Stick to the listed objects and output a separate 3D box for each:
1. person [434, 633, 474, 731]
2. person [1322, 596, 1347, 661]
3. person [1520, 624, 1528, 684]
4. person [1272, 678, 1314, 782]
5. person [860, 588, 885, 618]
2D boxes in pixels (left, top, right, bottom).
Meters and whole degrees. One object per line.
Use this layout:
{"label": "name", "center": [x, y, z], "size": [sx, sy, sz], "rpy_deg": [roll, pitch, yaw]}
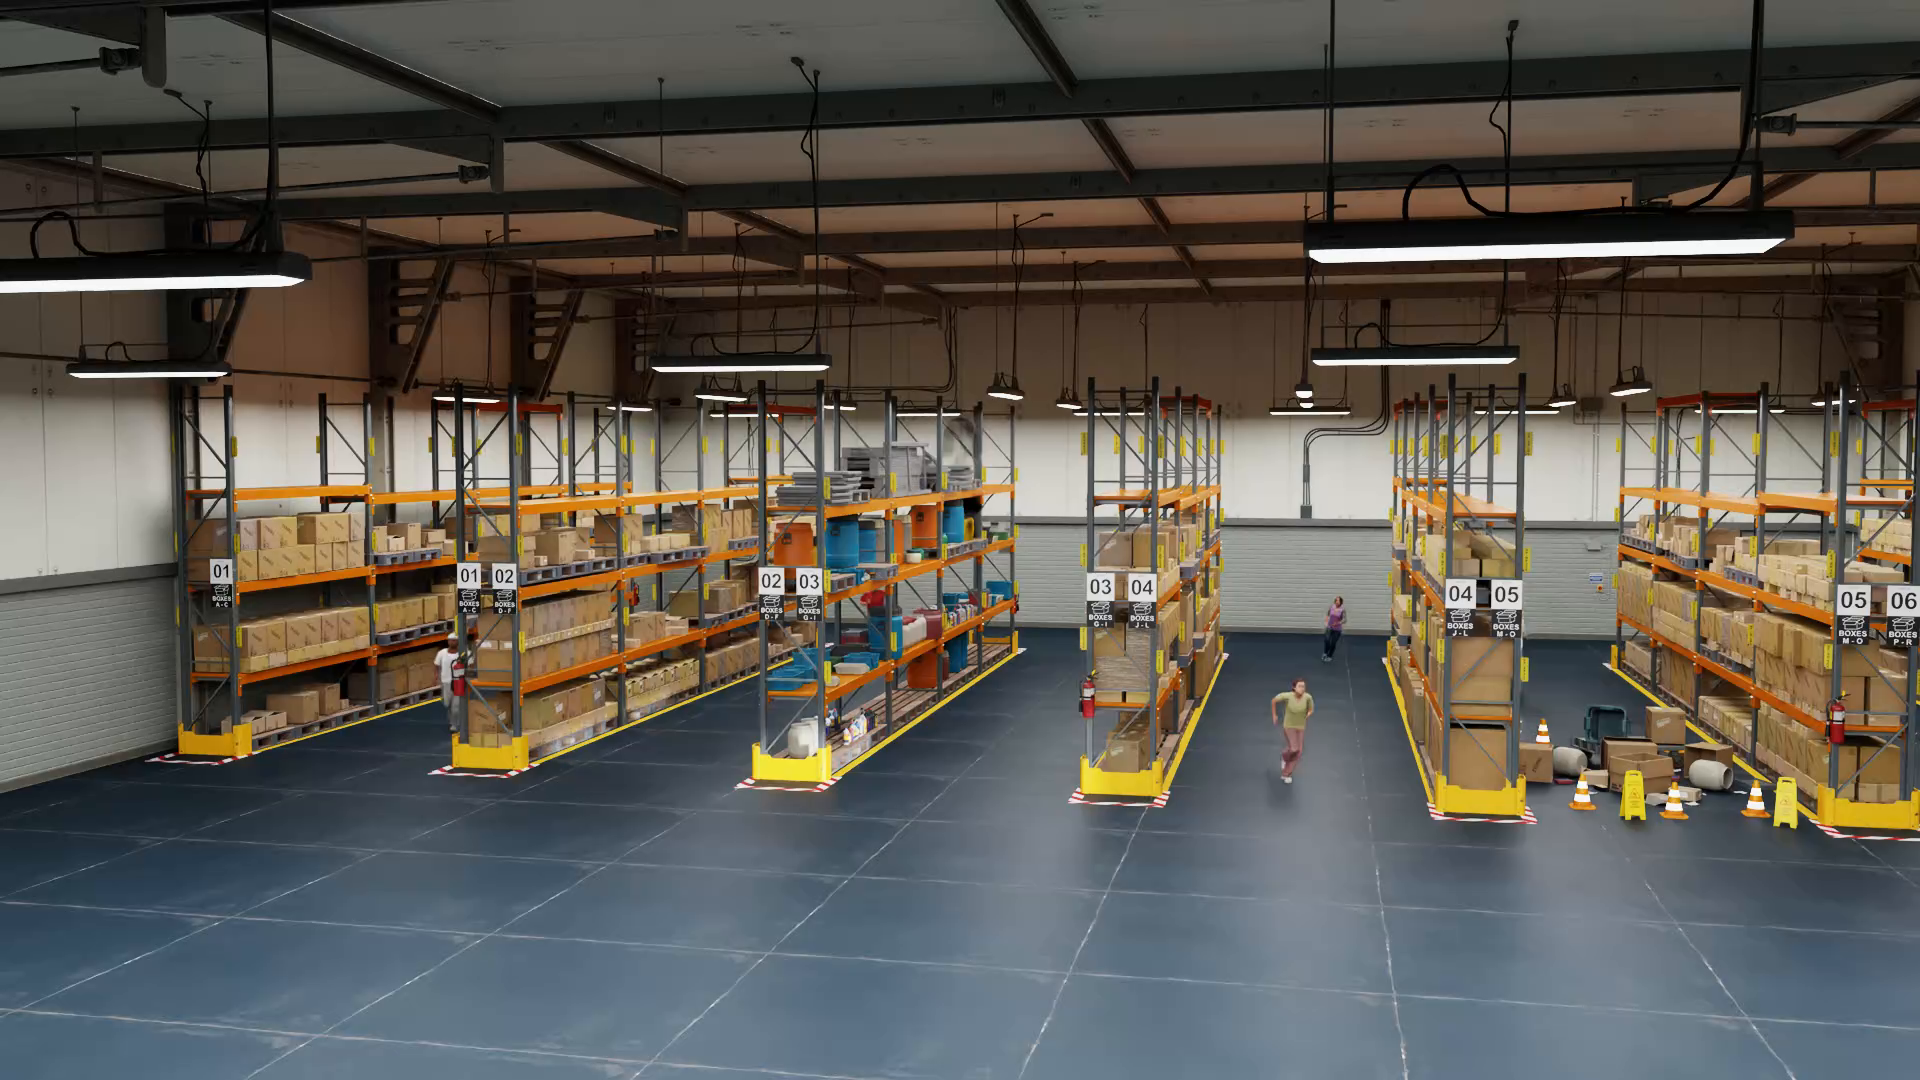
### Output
{"label": "person", "center": [-8.958, 2.500, 29.430], "size": [0.700, 1.720, 0.592], "rpy_deg": [-1, 3, -9]}
{"label": "person", "center": [8.682, 2.066, 38.552], "size": [0.570, 1.532, 0.571], "rpy_deg": [1, 3, 23]}
{"label": "person", "center": [11.286, 2.245, 34.061], "size": [0.671, 1.772, 0.798], "rpy_deg": [0, 3, 3]}
{"label": "person", "center": [4.975, 2.828, 24.713], "size": [0.568, 1.594, 0.669], "rpy_deg": [-1, 3, -14]}
{"label": "person", "center": [-1.931, 1.819, 38.097], "size": [0.653, 1.831, 0.942], "rpy_deg": [1, 3, 10]}
